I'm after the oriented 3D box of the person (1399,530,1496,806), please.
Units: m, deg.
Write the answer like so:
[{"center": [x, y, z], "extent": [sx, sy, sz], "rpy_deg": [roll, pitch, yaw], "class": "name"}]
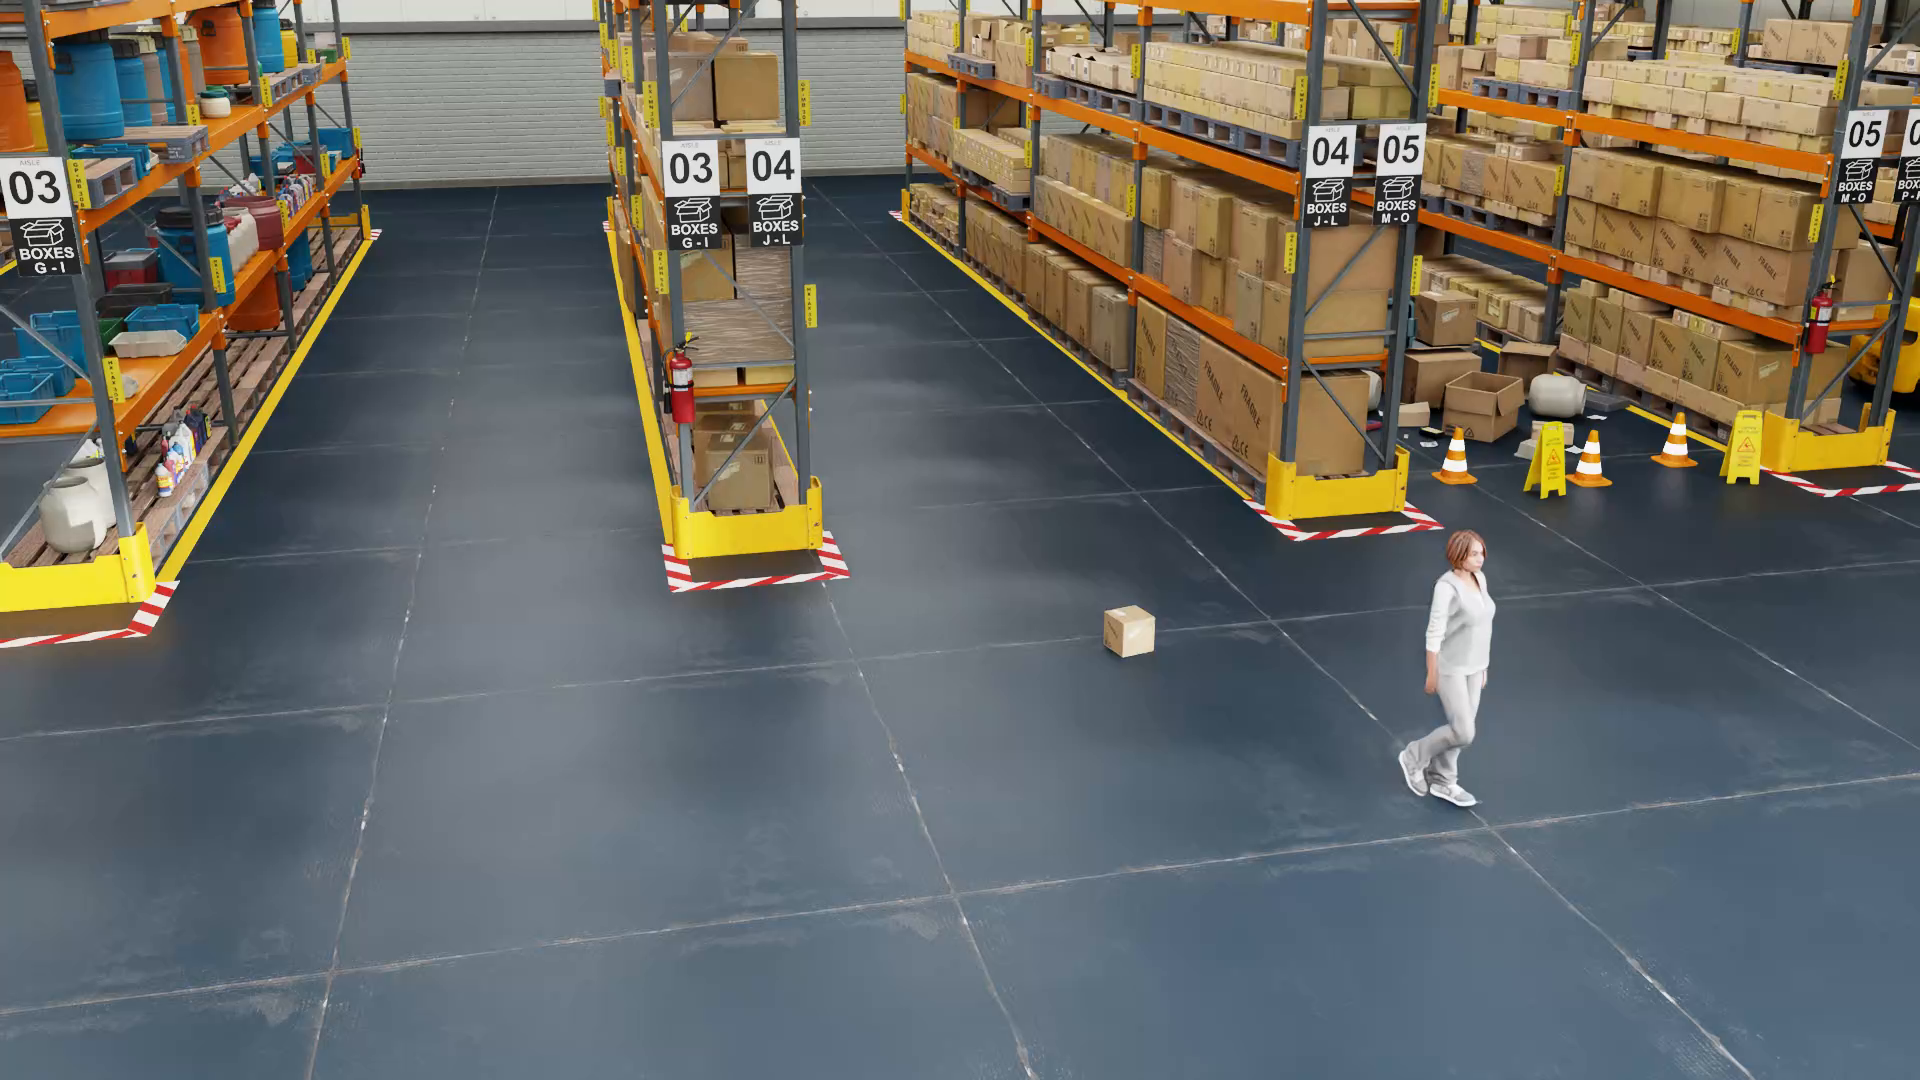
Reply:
[{"center": [2.699, 0.700, 9.091], "extent": [0.412, 1.590, 0.441], "rpy_deg": [-17, 26, -39], "class": "person"}]
